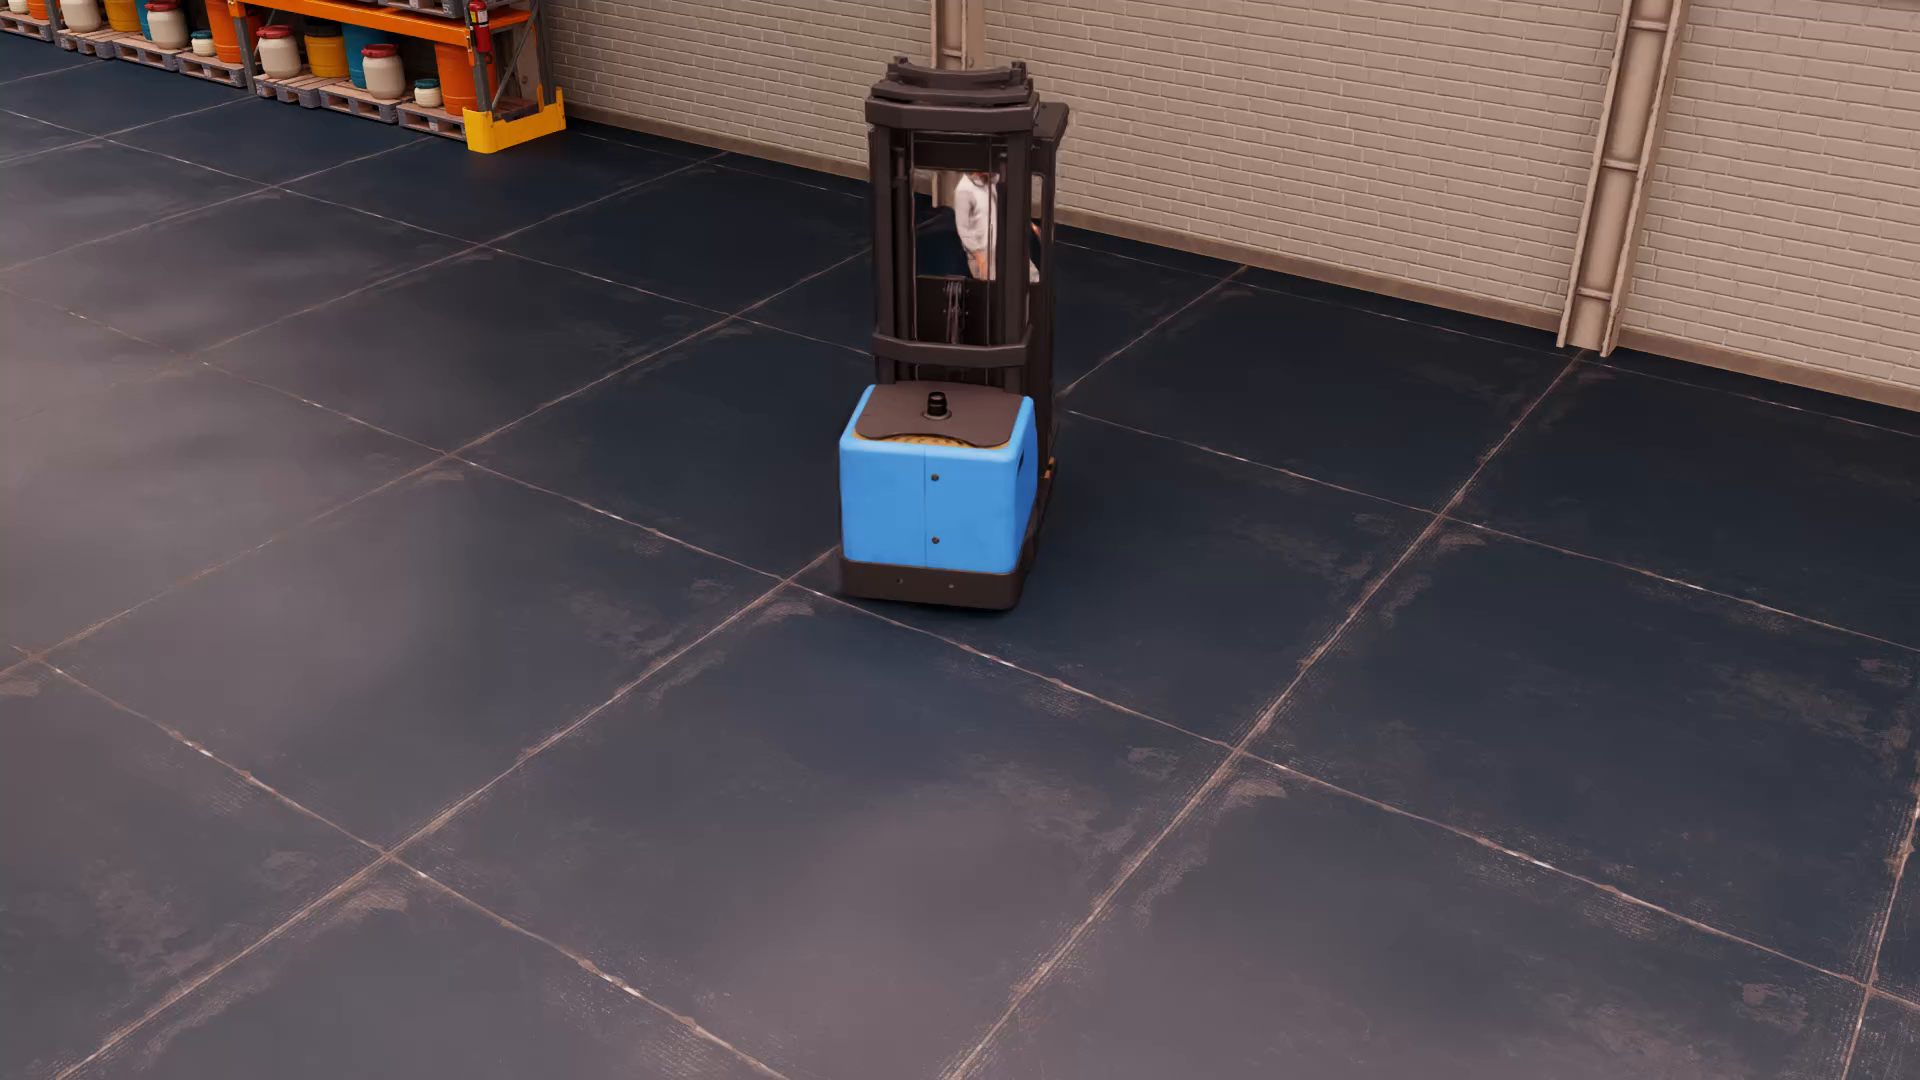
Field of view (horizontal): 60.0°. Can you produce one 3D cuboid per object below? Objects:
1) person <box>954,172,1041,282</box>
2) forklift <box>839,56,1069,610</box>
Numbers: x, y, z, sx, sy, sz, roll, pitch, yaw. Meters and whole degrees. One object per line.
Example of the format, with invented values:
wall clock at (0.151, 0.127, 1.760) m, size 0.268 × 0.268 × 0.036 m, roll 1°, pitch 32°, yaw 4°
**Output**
person at (0.254, -2.257, 12.749) m, size 0.622 × 1.650 × 0.787 m, roll 25°, pitch 39°, yaw 37°
forklift at (0.053, -1.585, 10.311) m, size 1.130 × 2.935 × 3.031 m, roll 5°, pitch 30°, yaw 8°
